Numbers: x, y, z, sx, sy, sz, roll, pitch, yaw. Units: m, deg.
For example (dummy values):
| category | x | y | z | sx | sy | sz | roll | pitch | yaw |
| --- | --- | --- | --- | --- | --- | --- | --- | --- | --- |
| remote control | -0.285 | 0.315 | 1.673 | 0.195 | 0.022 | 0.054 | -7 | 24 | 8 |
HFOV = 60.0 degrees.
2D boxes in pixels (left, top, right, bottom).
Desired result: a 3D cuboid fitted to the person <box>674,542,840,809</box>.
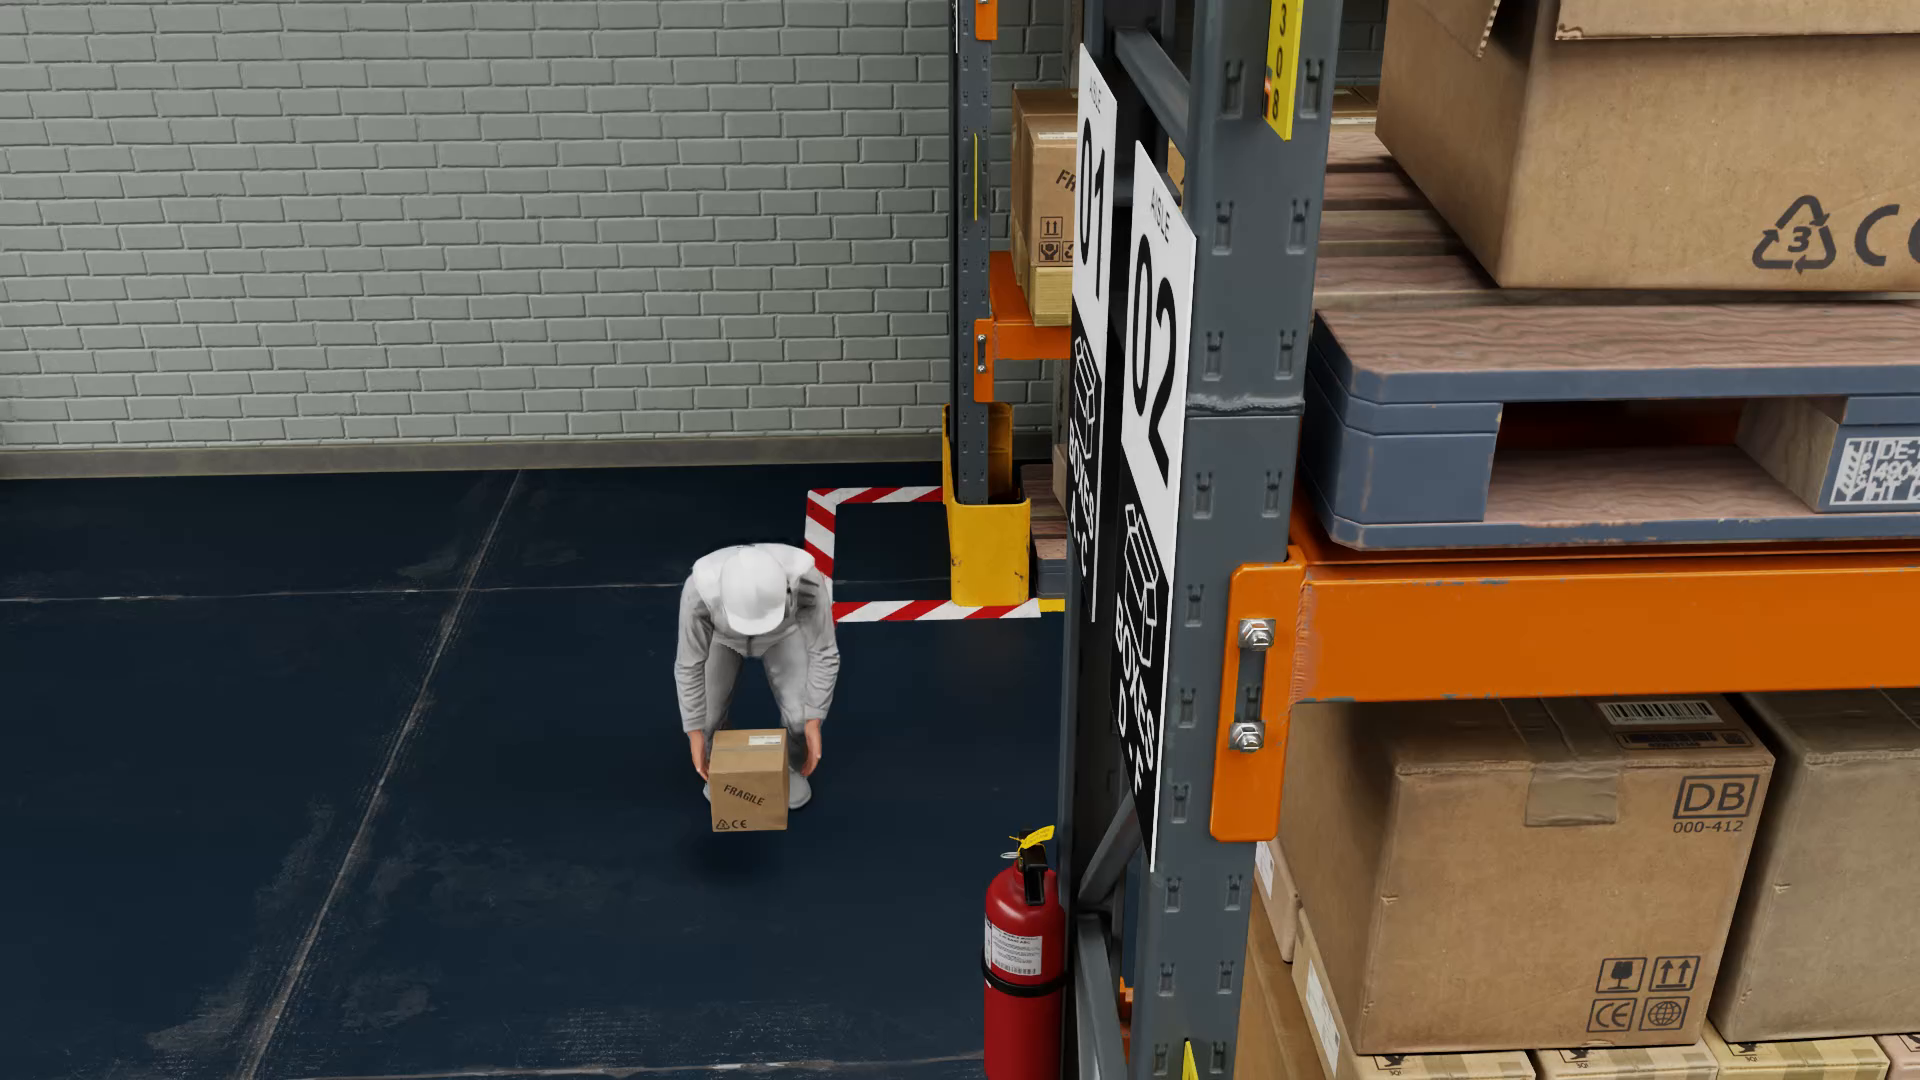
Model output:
| category | x | y | z | sx | sy | sz | roll | pitch | yaw |
| --- | --- | --- | --- | --- | --- | --- | --- | --- | --- |
| person | -0.708 | 0.424 | 5.903 | 0.569 | 1.196 | 0.849 | -1 | 27 | -3 |
